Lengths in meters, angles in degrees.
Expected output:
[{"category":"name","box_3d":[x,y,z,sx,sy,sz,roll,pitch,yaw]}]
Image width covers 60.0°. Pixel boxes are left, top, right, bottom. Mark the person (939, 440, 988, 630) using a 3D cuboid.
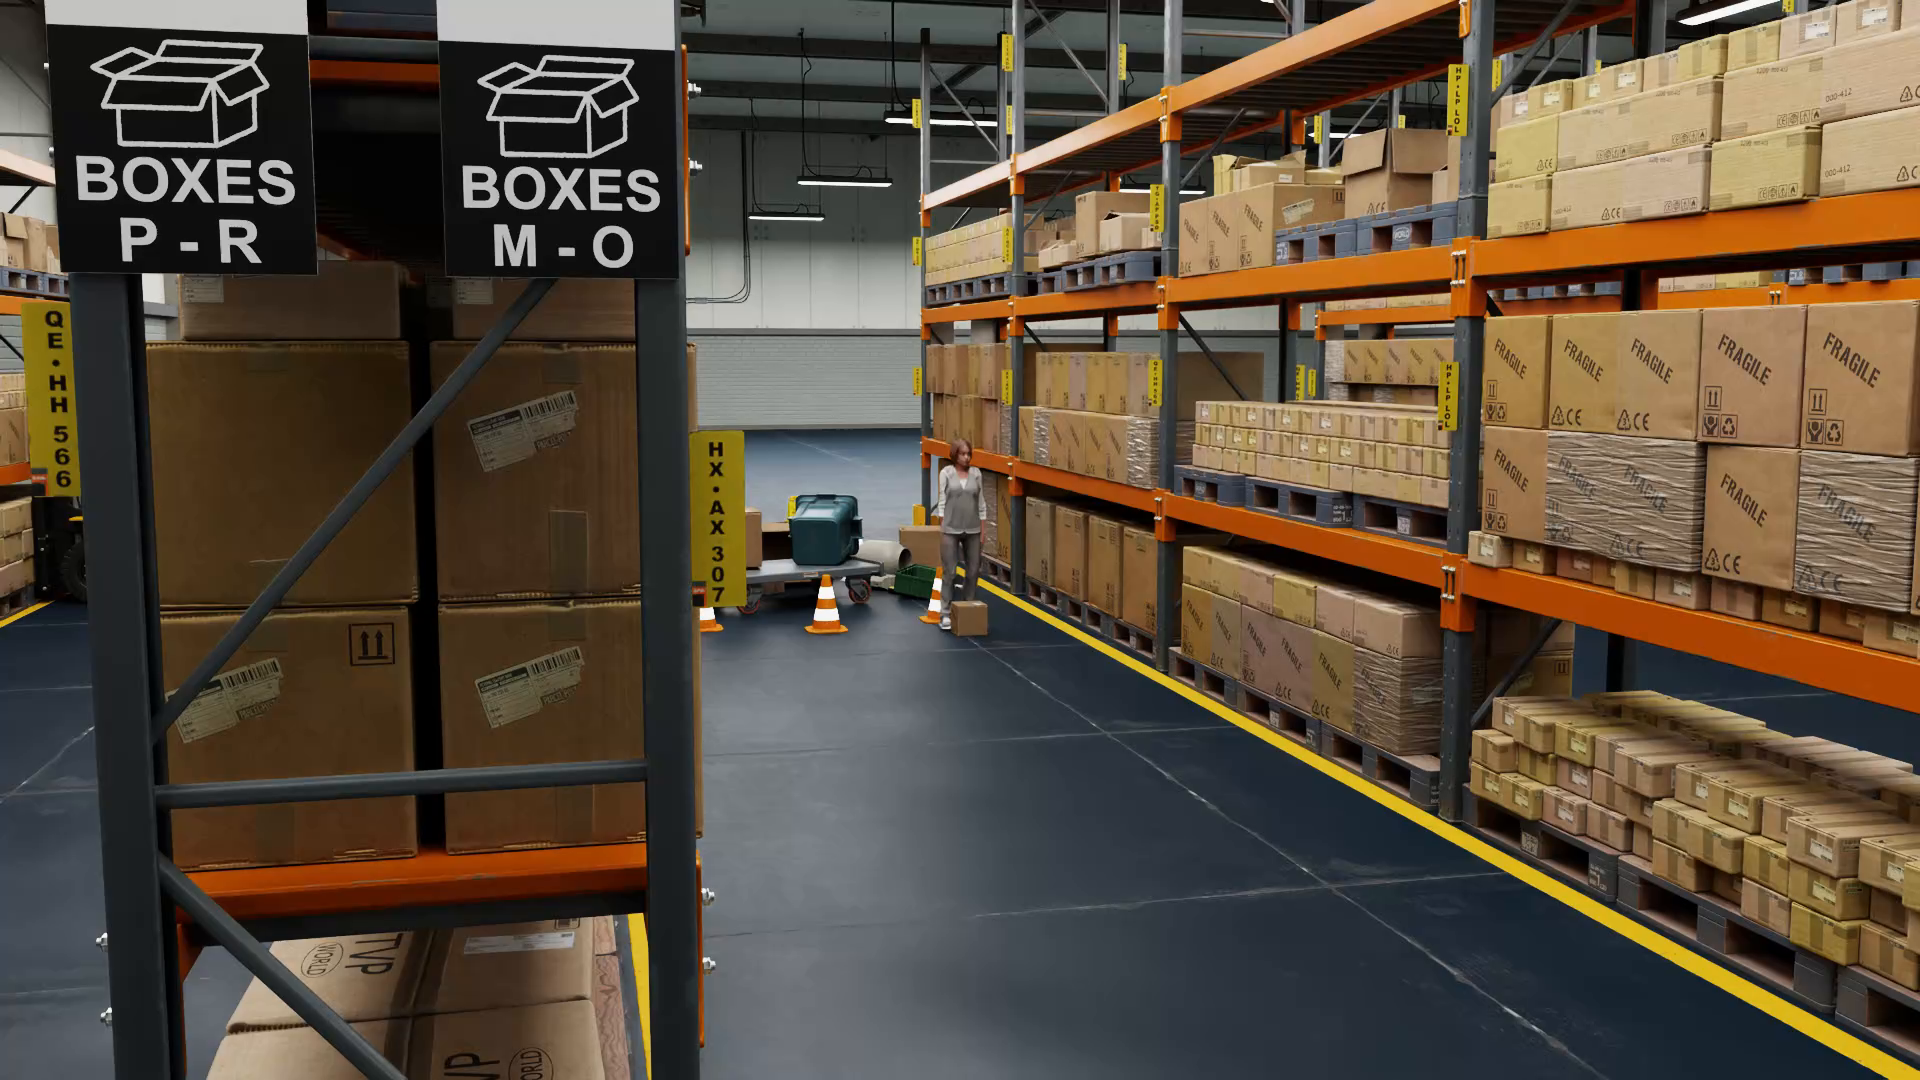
[{"category":"person","box_3d":[0.026,-0.004,13.856,0.412,1.507,0.316,-2,7,-14]}]
